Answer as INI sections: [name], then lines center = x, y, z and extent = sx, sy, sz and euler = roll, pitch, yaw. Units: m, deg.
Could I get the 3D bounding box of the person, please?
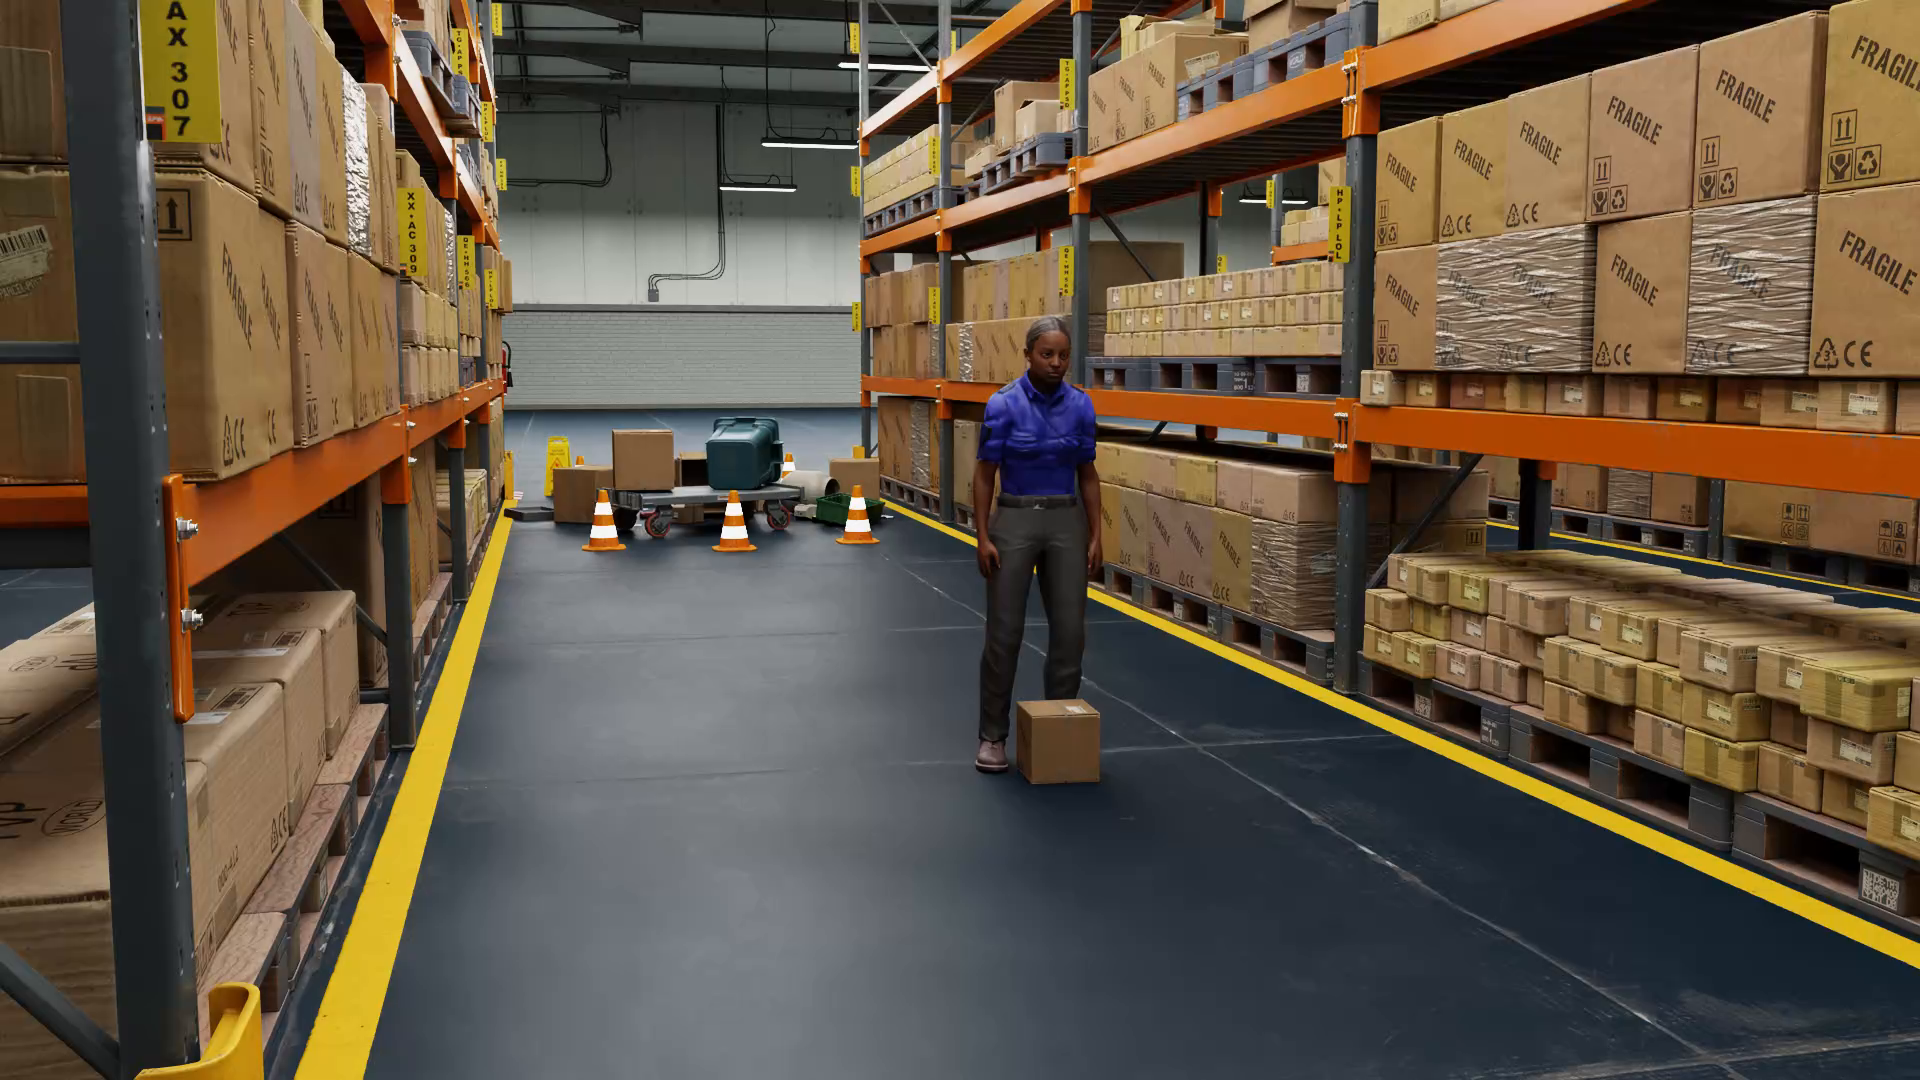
[person]
center = 0.291, 0.007, 6.137
extent = 0.507, 1.655, 0.390
euler = -2, 6, -14
